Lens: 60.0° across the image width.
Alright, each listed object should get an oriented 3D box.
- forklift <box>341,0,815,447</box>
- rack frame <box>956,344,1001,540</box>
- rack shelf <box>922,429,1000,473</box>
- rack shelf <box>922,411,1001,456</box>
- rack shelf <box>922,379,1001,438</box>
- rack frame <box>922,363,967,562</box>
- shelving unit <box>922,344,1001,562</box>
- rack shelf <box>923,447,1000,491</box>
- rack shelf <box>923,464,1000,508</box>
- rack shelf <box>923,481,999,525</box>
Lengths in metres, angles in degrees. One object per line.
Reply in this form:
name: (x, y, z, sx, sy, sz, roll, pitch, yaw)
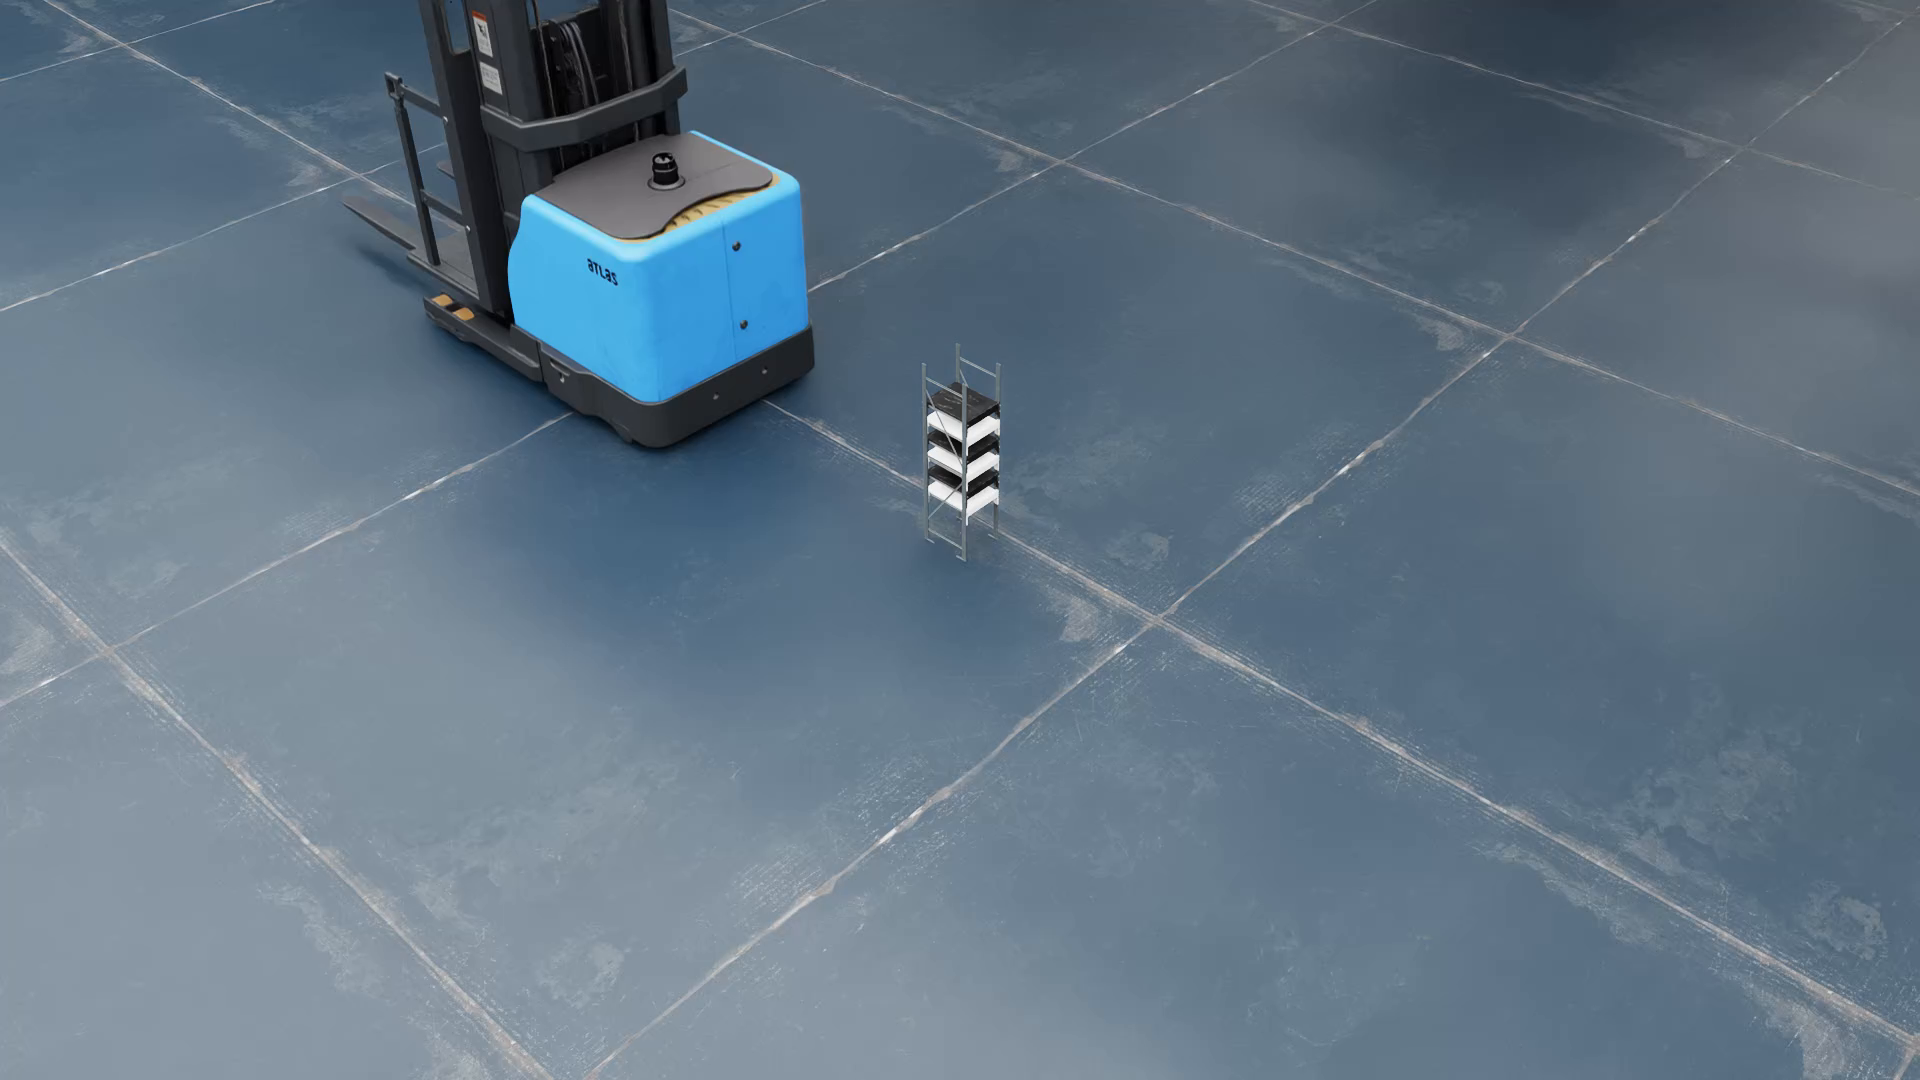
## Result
forklift: (-2.131, -2.376, 7.883, 3.031, 2.935, 1.130, 31, 48, 33)
rack frame: (0.074, -0.403, 7.033, 0.240, 0.900, 0.006, 30, 47, 32)
rack shelf: (0.005, -0.400, 6.939, 0.258, 0.077, 0.200, 30, 47, 32)
rack shelf: (0.005, -0.471, 6.883, 0.258, 0.077, 0.200, 30, 47, 32)
rack shelf: (0.005, -0.541, 6.827, 0.258, 0.077, 0.200, 30, 47, 32)
rack frame: (-0.063, -0.309, 6.916, 0.240, 0.900, 0.006, 30, 47, 32)
shelving unit: (0.005, -0.356, 6.975, 0.258, 0.900, 0.210, 30, 47, 32)
rack shelf: (0.005, -0.330, 6.995, 0.258, 0.077, 0.200, 30, 47, 32)
rack shelf: (0.005, -0.259, 7.051, 0.258, 0.077, 0.200, 30, 47, 32)
rack shelf: (0.005, -0.189, 7.107, 0.258, 0.077, 0.200, 30, 47, 32)
